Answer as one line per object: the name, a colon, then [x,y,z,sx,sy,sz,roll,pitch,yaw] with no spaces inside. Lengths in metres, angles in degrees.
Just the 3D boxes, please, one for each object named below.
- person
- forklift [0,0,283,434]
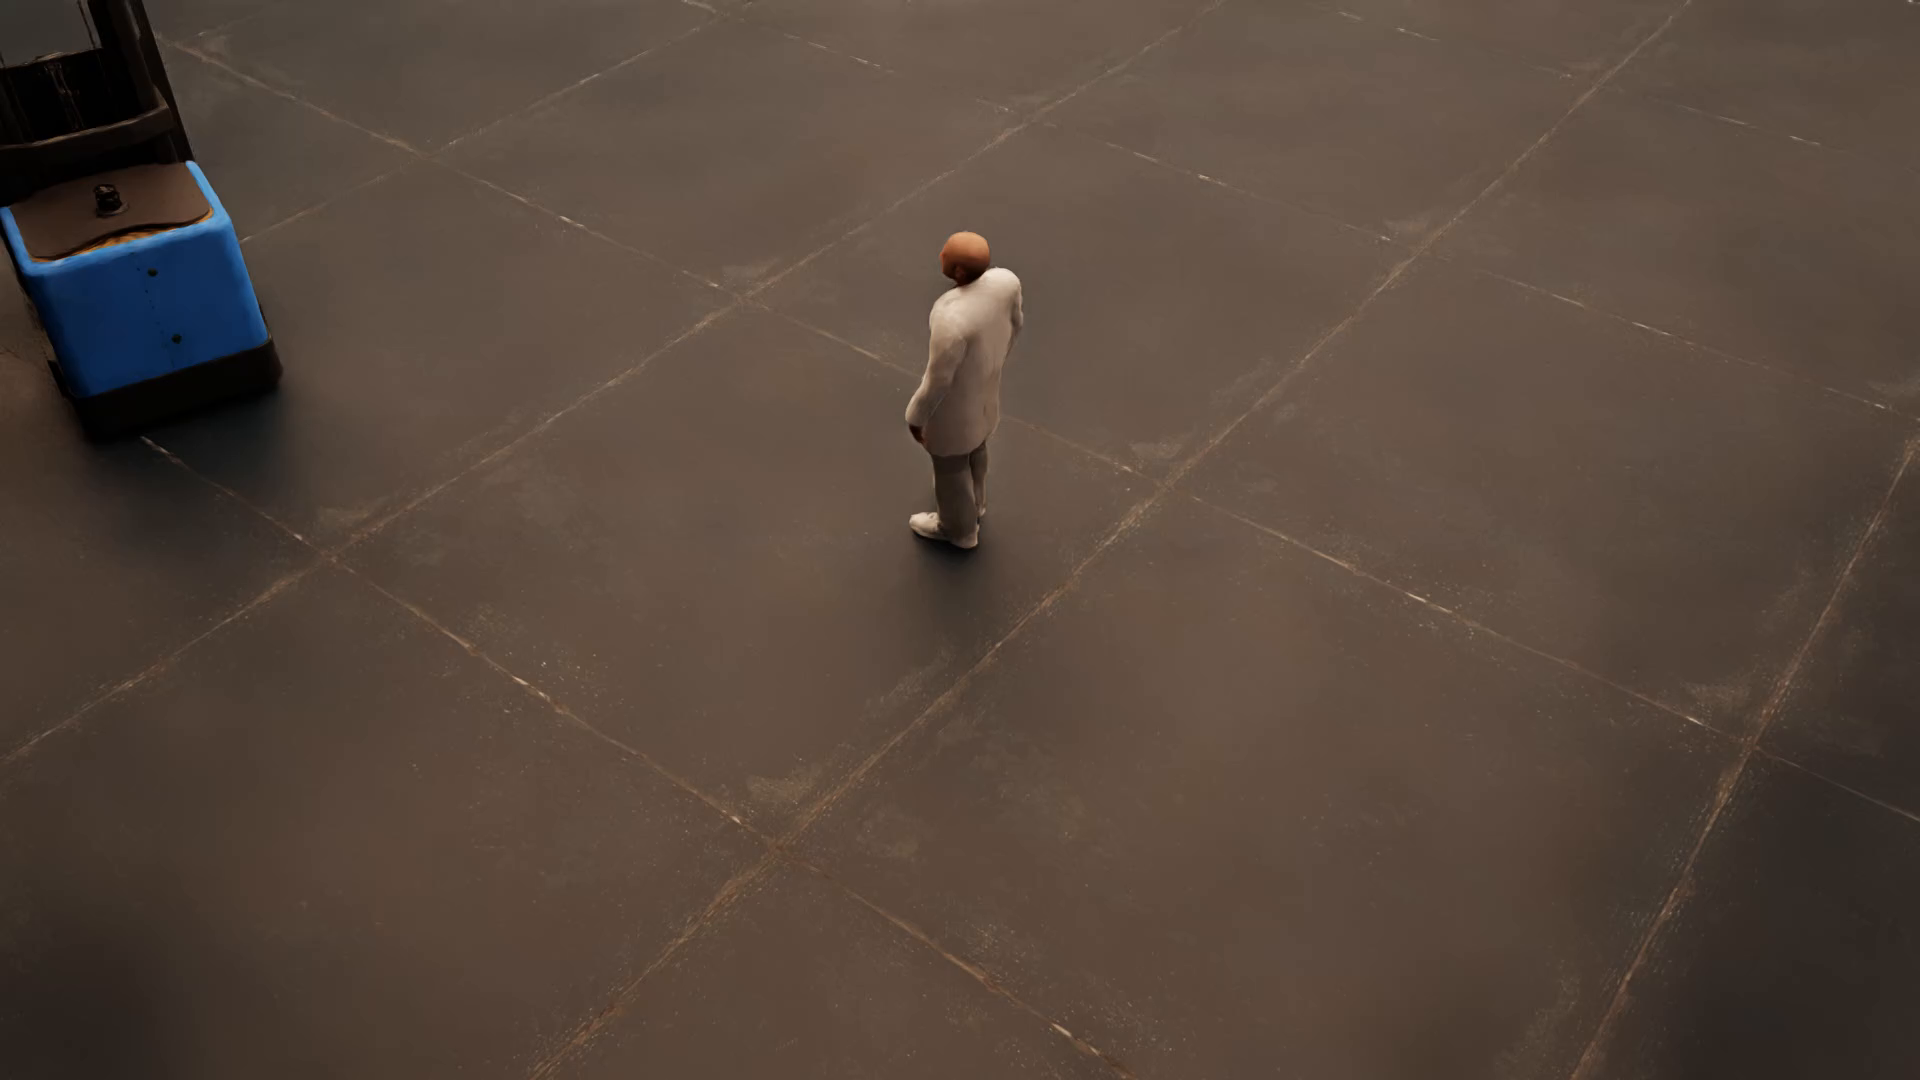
person: [-0.069,-0.720,7.797,0.579,1.776,0.694,26,47,28]
forklift: [-5.013,-2.608,9.133,1.130,2.935,3.031,-23,45,-24]
